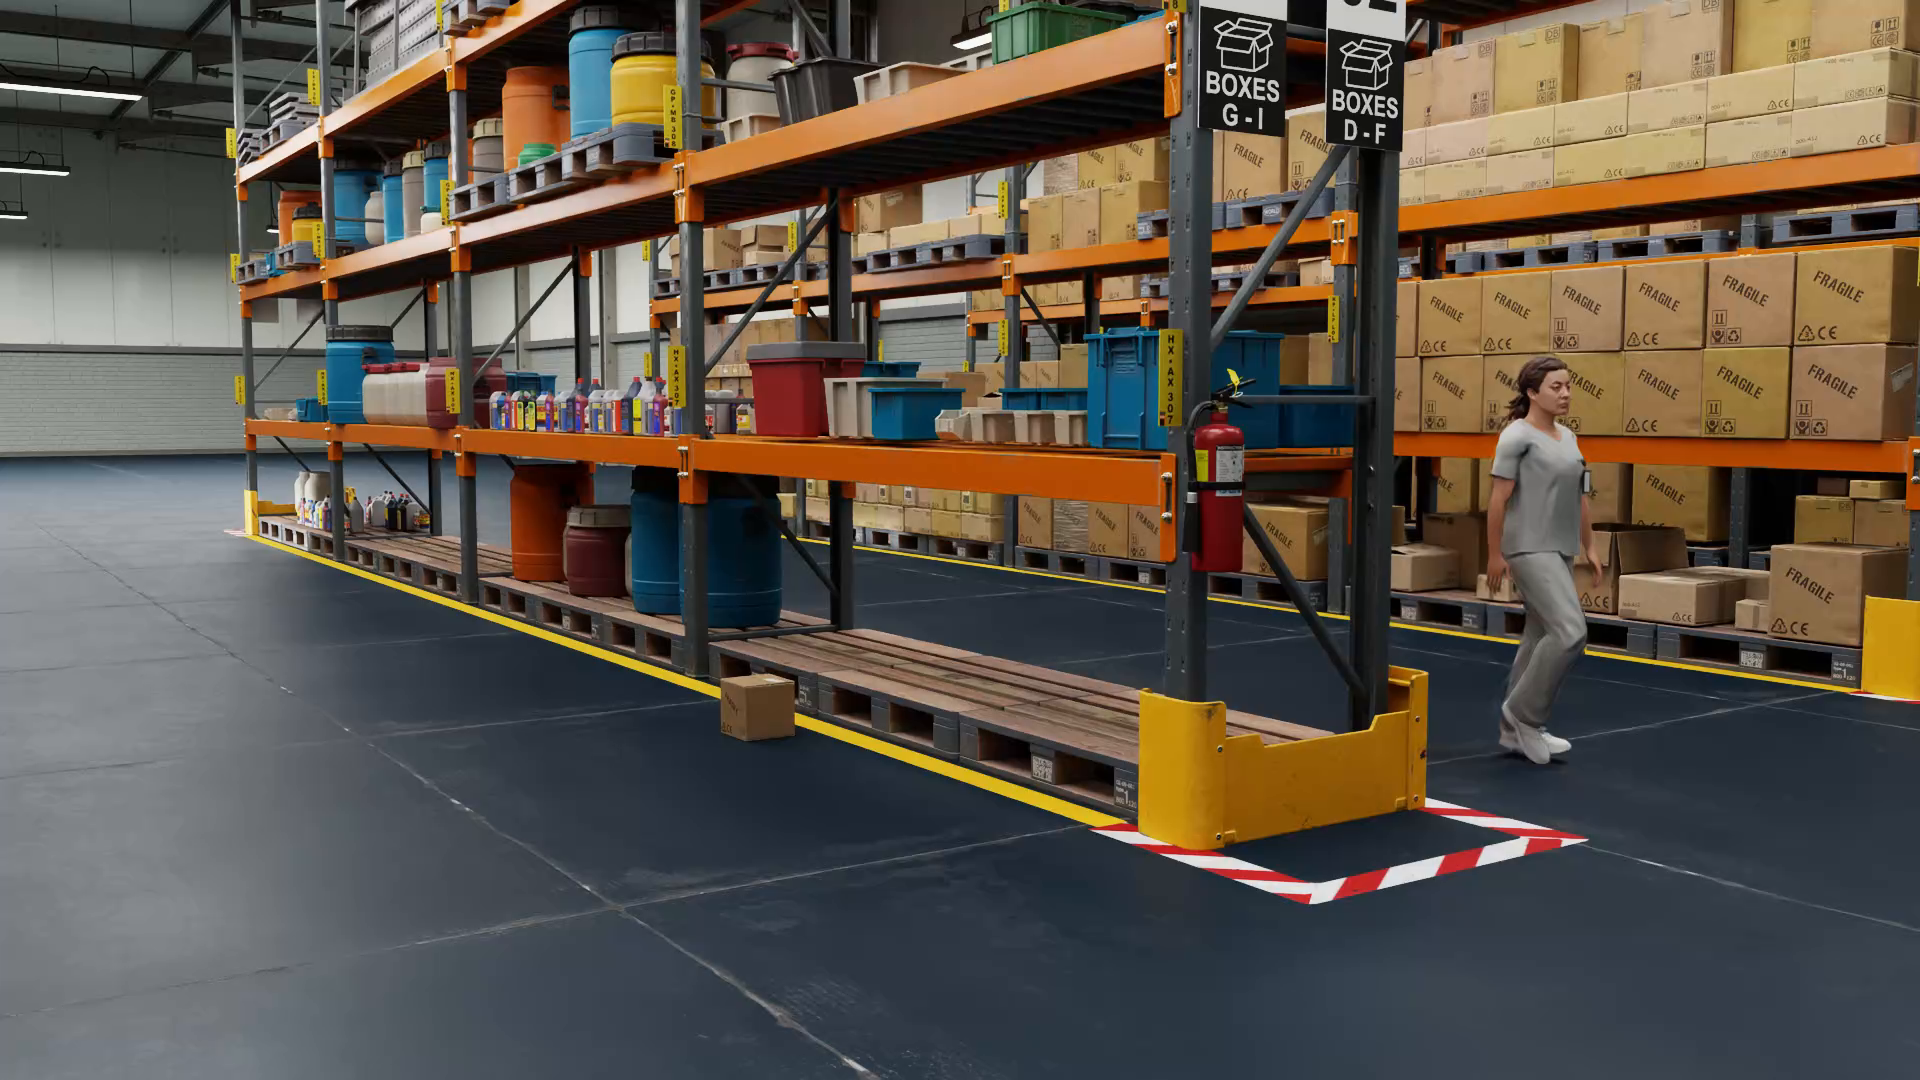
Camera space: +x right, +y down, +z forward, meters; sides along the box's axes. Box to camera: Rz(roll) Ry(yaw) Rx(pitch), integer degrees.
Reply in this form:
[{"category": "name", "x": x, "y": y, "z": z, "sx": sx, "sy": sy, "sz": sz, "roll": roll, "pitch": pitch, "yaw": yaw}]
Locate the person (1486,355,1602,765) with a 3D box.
[{"category": "person", "x": 2.423, "y": 0.086, "z": 6.847, "sx": 0.492, "sy": 1.683, "sz": 0.486, "roll": -4, "pitch": 6, "yaw": -38}]
